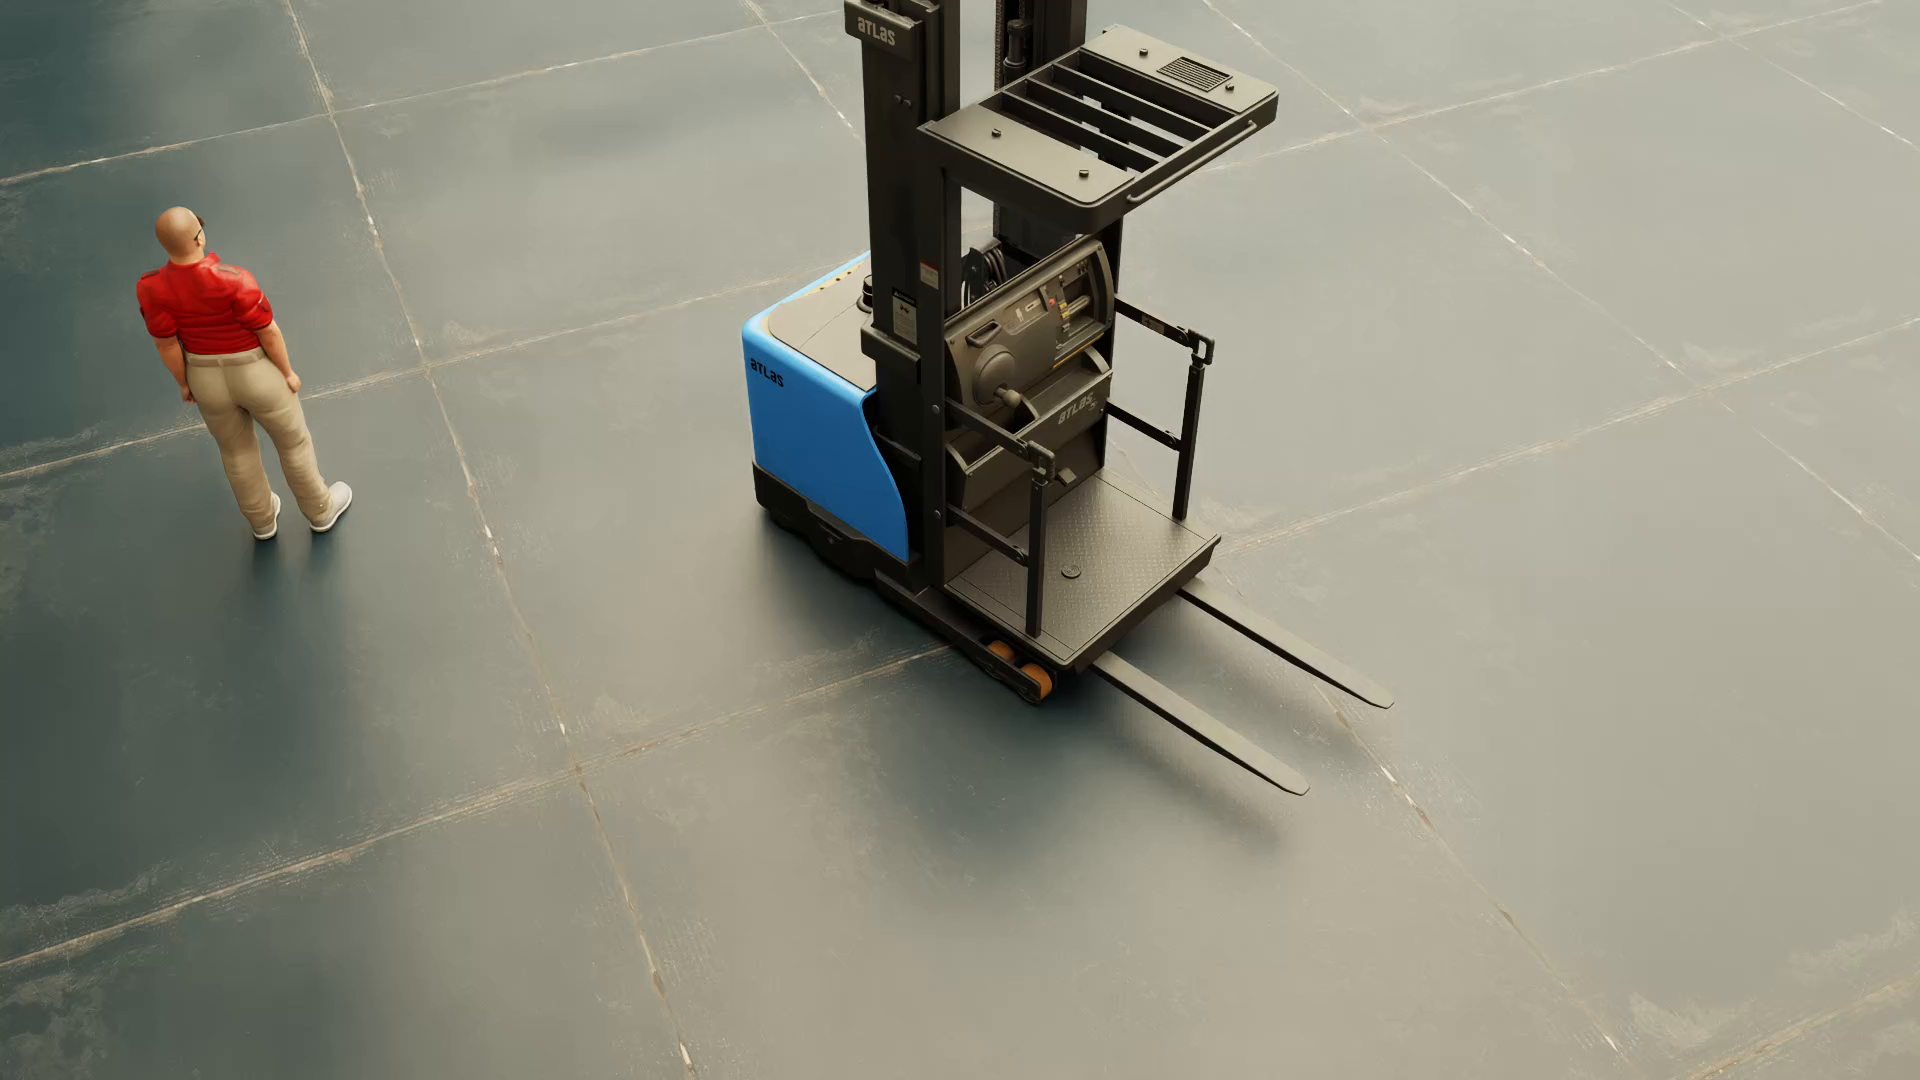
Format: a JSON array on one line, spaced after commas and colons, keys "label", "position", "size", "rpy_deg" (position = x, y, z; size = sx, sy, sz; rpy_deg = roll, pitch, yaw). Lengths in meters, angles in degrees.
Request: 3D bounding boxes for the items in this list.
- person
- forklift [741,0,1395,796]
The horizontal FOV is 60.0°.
[{"label": "person", "position": [-3.185, -0.731, 7.349], "size": [0.527, 1.728, 0.389], "rpy_deg": [-5, 43, -5]}, {"label": "forklift", "position": [0.445, -0.788, 6.525], "size": [3.031, 2.935, 1.130], "rpy_deg": [32, 52, 30]}]
